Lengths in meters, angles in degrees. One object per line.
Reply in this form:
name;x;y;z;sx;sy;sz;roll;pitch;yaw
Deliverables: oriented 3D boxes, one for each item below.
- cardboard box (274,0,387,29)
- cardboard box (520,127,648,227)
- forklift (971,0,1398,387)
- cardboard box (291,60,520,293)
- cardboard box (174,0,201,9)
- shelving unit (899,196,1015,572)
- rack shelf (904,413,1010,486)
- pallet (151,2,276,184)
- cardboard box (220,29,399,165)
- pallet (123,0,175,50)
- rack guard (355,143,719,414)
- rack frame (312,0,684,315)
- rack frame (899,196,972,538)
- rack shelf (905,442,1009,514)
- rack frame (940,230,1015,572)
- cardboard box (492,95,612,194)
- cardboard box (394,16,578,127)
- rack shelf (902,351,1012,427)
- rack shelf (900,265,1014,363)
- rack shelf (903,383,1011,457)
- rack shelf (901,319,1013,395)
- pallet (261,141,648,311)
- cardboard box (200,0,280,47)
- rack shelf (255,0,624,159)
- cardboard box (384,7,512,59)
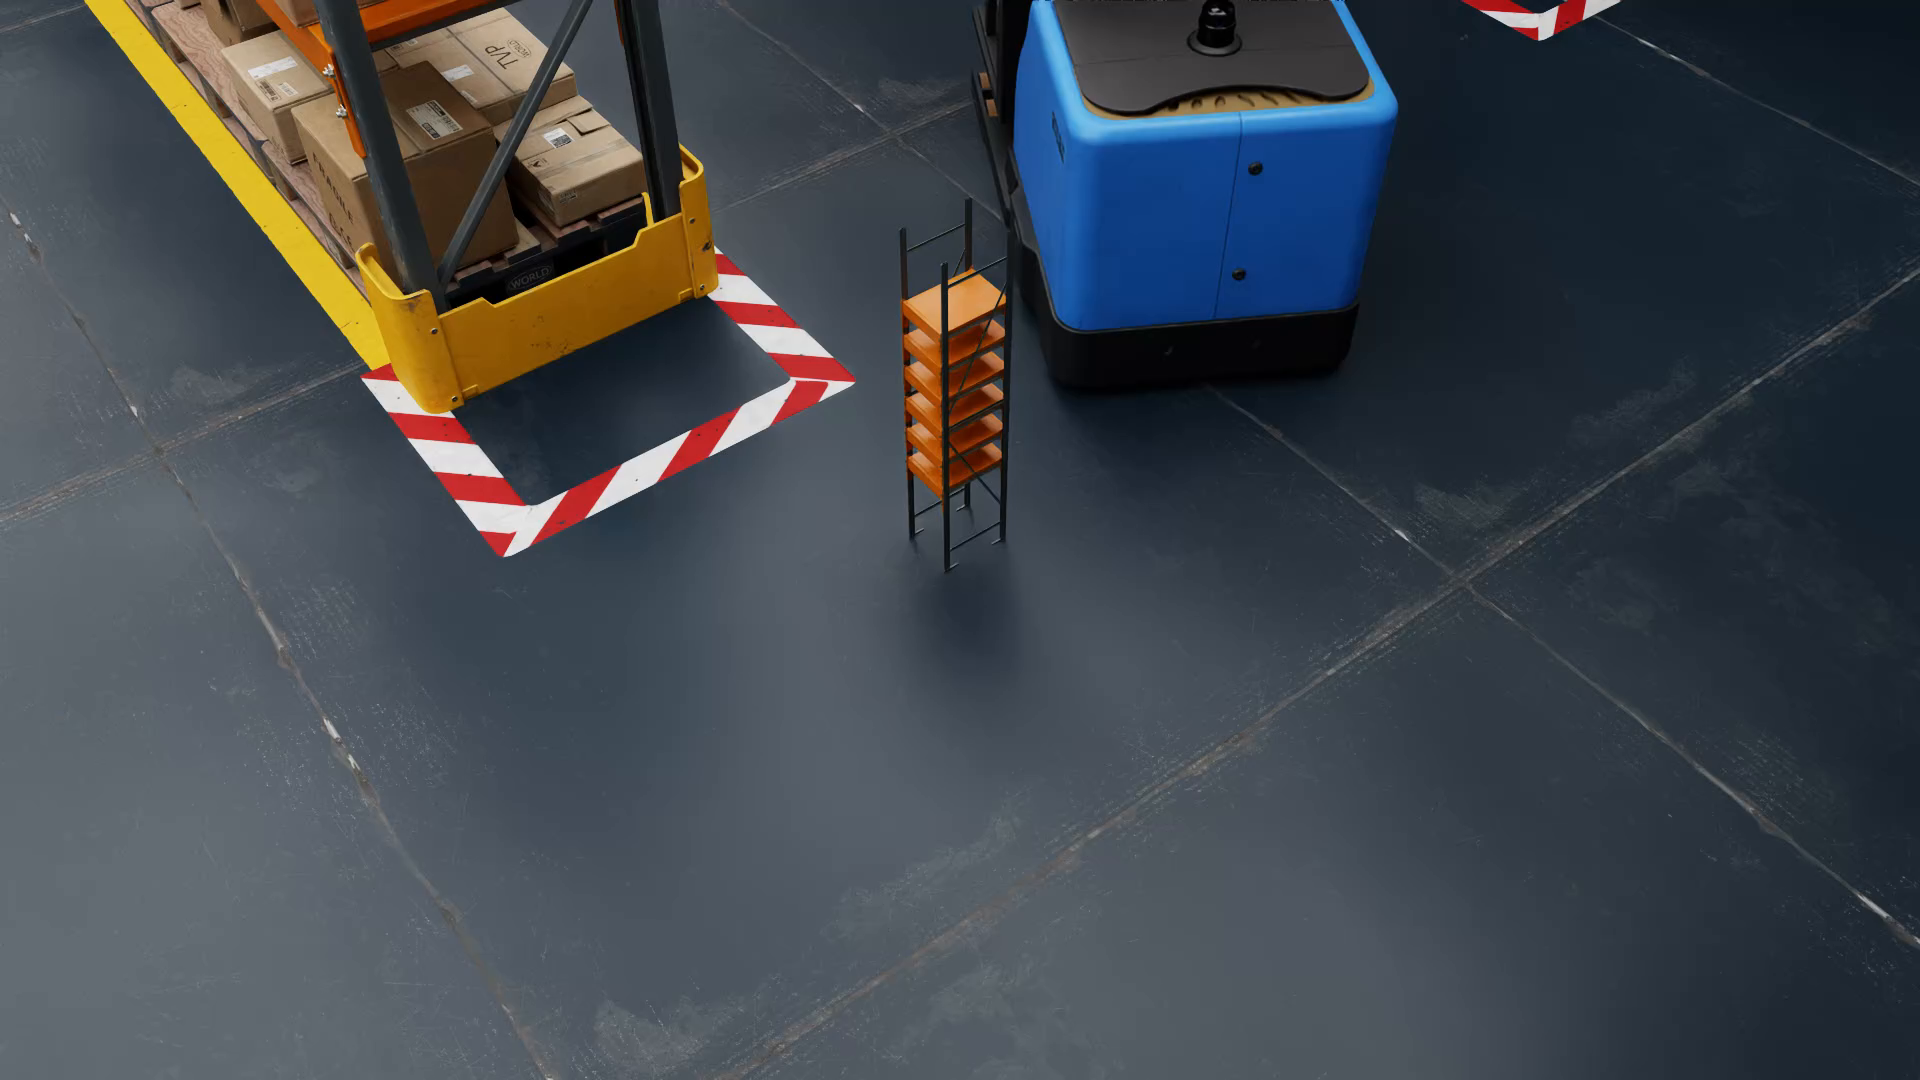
cardboard box;-1.869;-1.909;4.888;0.500;0.500;0.500;-28;54;-23
cardboard box;-1.362;-1.325;6.054;0.380;0.149;0.250;-29;54;-24
forklift;0.646;-2.605;5.633;1.130;2.935;3.031;-5;48;-5
cardboard box;-1.907;-1.252;5.750;0.500;0.500;0.500;-29;54;-24
cardboard box;-3.190;-2.438;7.051;0.380;0.166;0.250;-29;54;-24
shelving unit;-0.009;-0.412;4.813;0.258;1.200;0.189;-29;54;-24
rack shelf;-0.009;-0.301;4.935;0.258;0.103;0.180;-29;54;-24
pallet;-2.646;-2.030;6.948;1.003;0.211;1.213;-29;54;-24
cardboard box;-2.458;-1.741;6.363;0.500;0.250;0.500;-29;54;-24
pallet;-3.389;-2.750;7.601;1.003;0.211;1.213;-29;54;-24
rack guard;-1.428;-0.939;5.763;1.175;0.500;0.348;-29;54;-24
rack frame;-1.382;-1.733;4.797;1.000;3.000;0.127;-29;54;-24
rack frame;-0.064;-0.465;4.862;0.240;1.200;0.006;-29;54;-24
rack shelf;-0.009;-0.220;5.024;0.258;0.103;0.180;-29;54;-24
rack frame;0.047;-0.358;4.764;0.240;1.200;0.006;-29;54;-24
cardboard box;-1.513;-1.478;6.181;0.380;0.166;0.250;-29;54;-24
cardboard box;-1.788;-1.700;6.326;0.500;0.250;0.500;-29;54;-24
rack shelf;-0.009;-0.462;4.757;0.258;0.103;0.180;-29;54;-24
rack shelf;-0.009;-0.623;4.579;0.258;0.103;0.180;-29;54;-24
rack shelf;-0.009;-0.382;4.846;0.258;0.103;0.180;-29;54;-24
rack shelf;-0.009;-0.543;4.668;0.258;0.103;0.180;-29;54;-24
pallet;-1.911;-1.311;6.296;1.003;0.211;1.213;-29;54;-24
cardboard box;-2.662;-2.296;6.695;0.797;0.503;0.637;-29;54;-24
rack shelf;-2.593;-2.671;6.132;1.077;0.370;4.000;-29;54;-24
cardboard box;-2.091;-1.995;6.593;0.500;0.250;0.500;-29;54;-24
